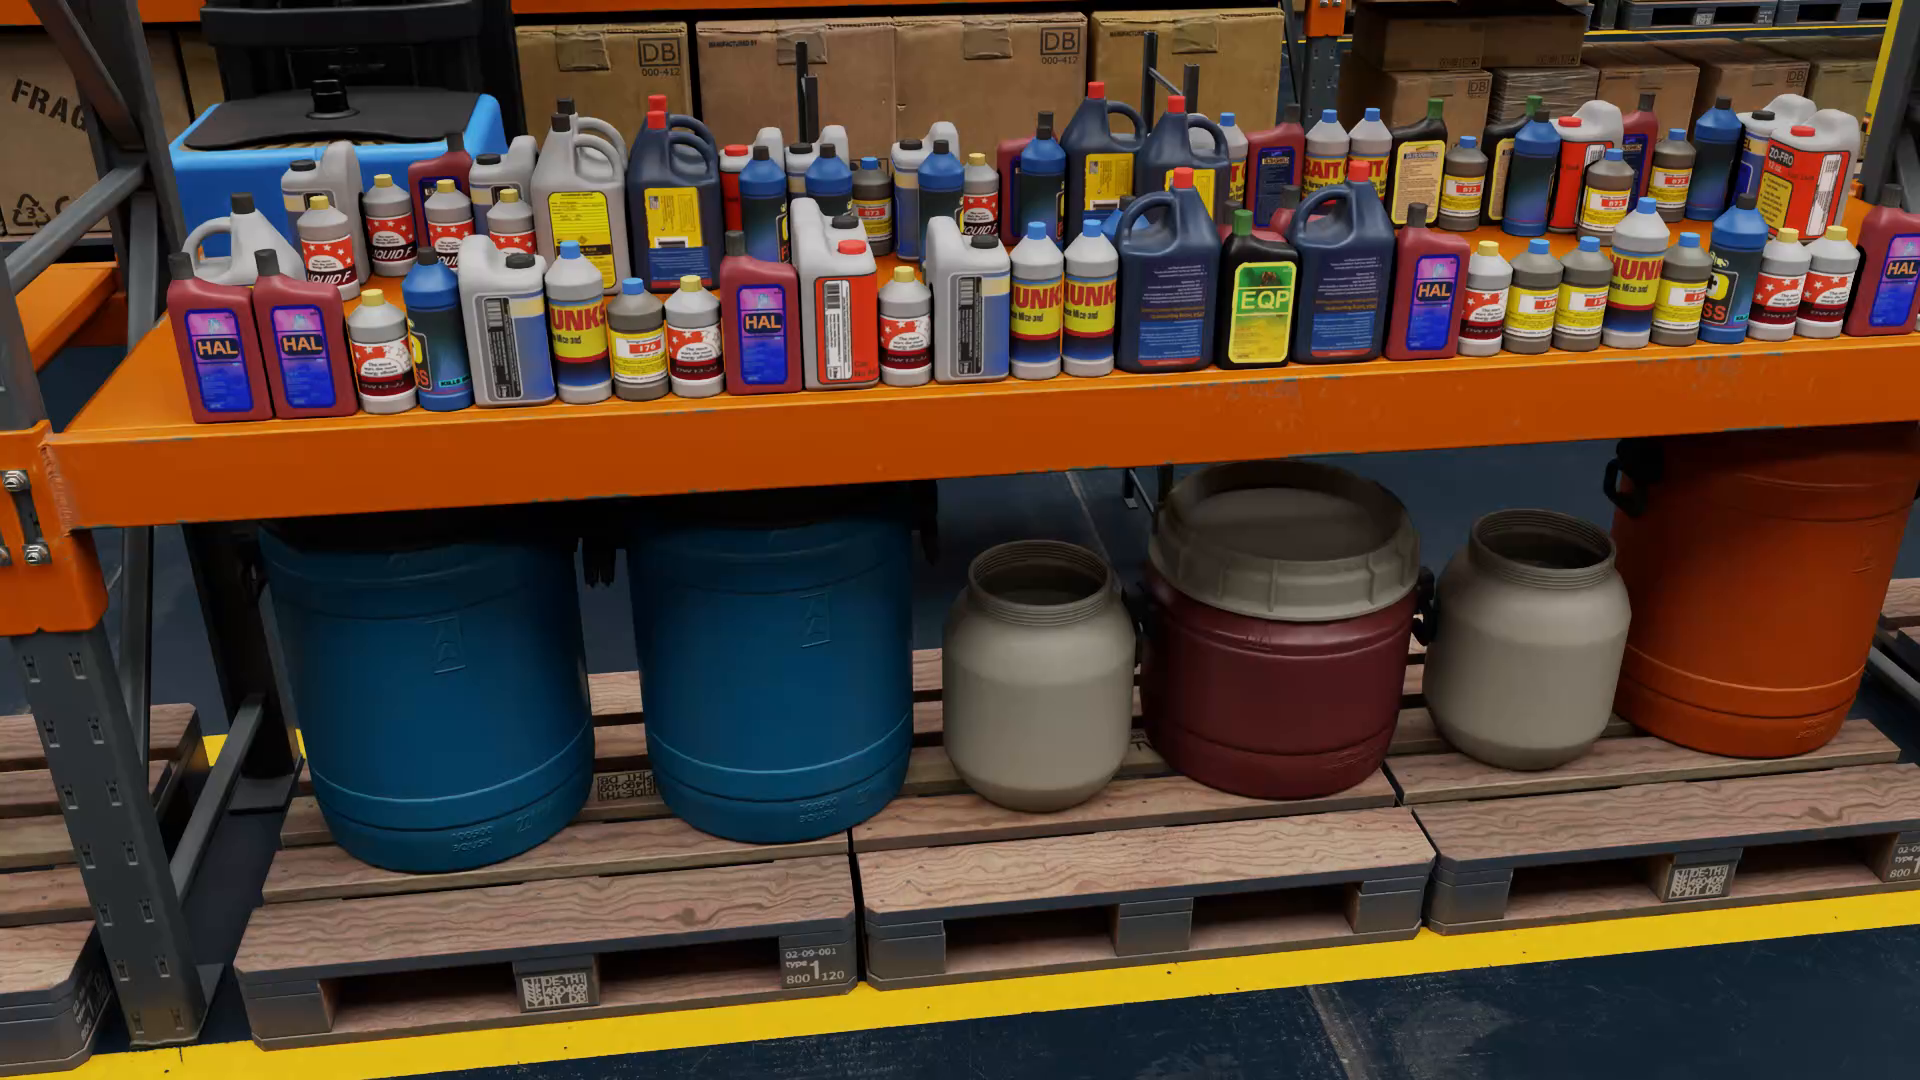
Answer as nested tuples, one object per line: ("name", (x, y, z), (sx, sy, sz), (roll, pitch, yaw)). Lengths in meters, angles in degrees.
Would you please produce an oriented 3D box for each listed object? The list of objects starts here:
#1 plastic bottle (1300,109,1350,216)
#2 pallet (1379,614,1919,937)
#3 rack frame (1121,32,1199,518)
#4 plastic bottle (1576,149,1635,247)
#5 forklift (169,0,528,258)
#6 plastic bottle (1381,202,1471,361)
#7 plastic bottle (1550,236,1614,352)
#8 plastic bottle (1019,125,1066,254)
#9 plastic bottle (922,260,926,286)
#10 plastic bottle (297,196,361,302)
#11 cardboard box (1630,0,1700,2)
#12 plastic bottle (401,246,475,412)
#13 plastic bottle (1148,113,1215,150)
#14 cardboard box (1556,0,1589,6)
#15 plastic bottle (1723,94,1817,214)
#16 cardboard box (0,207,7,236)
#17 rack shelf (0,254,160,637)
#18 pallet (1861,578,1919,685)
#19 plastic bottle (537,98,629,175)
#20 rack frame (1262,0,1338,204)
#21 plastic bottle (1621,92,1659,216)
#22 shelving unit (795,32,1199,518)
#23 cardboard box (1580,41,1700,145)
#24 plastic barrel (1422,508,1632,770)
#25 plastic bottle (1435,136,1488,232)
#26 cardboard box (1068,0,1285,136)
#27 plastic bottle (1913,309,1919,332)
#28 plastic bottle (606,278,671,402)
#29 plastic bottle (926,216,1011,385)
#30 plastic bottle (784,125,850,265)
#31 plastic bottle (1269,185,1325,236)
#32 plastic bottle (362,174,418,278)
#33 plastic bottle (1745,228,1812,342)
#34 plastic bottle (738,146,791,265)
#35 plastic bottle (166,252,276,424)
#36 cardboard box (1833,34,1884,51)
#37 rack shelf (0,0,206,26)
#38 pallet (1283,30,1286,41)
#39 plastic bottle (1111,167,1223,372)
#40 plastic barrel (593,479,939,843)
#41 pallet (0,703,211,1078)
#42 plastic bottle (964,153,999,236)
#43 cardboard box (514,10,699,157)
("plastic bottle", (0.810, -0.818, 3.699), (0.097, 0.271, 0.097), (0, 27, 0))
("pallet", (1.542, 0.499, 4.046), (1.213, 0.211, 1.003), (-4, 27, -7))
("rack frame", (0.588, -0.705, 4.981), (0.032, 1.500, 0.500), (-4, 27, -7))
("plastic bottle", (1.421, -0.756, 3.655), (0.097, 0.201, 0.097), (0, 27, 0))
("forklift", (-2.313, -2.268, 6.460), (1.130, 2.935, 3.031), (-4, 27, -8))
("plastic bottle", (0.844, -0.467, 3.003), (0.133, 0.283, 0.061), (-4, 27, -7))
("plastic bottle", (1.149, -0.459, 3.076), (0.097, 0.201, 0.097), (0, 27, 0))
("plastic bottle", (0.177, -0.749, 3.566), (0.097, 0.271, 0.097), (0, 27, 0))
("plastic bottle", (-0.022, -0.454, 3.066), (0.097, 0.201, 0.097), (0, 27, 0))
("plastic bottle", (-1.263, -0.584, 3.319), (0.097, 0.201, 0.097), (0, 27, 0))
("cardboard box", (5.630, -4.802, 13.191), (0.875, 0.875, 0.875), (-3, 27, -6))
("plastic bottle", (-0.881, -0.360, 2.806), (0.097, 0.271, 0.097), (0, 27, 0))
("plastic bottle", (0.470, -0.786, 3.631), (0.135, 0.276, 0.152), (-4, 27, -7))
("cardboard box", (4.395, -4.658, 13.047), (0.750, 0.750, 1.050), (-4, 27, -7))
("plastic bottle", (1.844, -0.874, 3.803), (0.135, 0.276, 0.152), (-4, 27, -7))
("cardboard box", (-4.771, -1.917, 7.568), (0.875, 0.875, 0.875), (-4, 27, -7))
("rack shelf", (-3.624, -0.109, 2.964), (4.000, 0.370, 1.077), (-4, 27, -7))
("pallet", (3.090, 0.398, 4.242), (1.213, 0.211, 1.003), (-4, 27, -7))
("plastic bottle", (-0.779, -0.740, 3.461), (0.185, 0.351, 0.144), (-4, 27, -7))
("rack frame", (1.627, -3.049, 7.907), (0.127, 3.000, 1.000), (-4, 27, -7))
("plastic bottle", (1.512, -0.877, 3.801), (0.133, 0.283, 0.061), (-4, 27, -7))
("shelving unit", (0.084, -0.673, 4.918), (1.048, 1.500, 0.538), (-4, 27, -7))
("cardboard box", (3.396, -2.265, 8.635), (0.500, 0.500, 0.700), (-1, 27, -3))
("plastic barrel", (1.288, 0.225, 3.791), (0.421, 0.512, 0.421), (0, 27, 0))
("plastic bottle", (1.135, -0.808, 3.756), (0.097, 0.201, 0.097), (0, 27, 0))
("cardboard box", (0.941, -2.257, 8.229), (0.875, 0.875, 1.225), (-5, 28, -10))
("plastic bottle", (1.859, -0.504, 3.165), (0.097, 0.201, 0.097), (0, 27, 0))
("plastic bottle", (-0.555, -0.349, 2.863), (0.097, 0.201, 0.097), (0, 27, 0))
("plastic bottle", (0.014, -0.432, 2.941), (0.135, 0.276, 0.152), (-4, 27, -7))
("plastic bottle", (-0.304, -0.736, 3.534), (0.135, 0.276, 0.152), (-4, 27, -7))
("plastic bottle", (0.641, -0.521, 3.107), (0.133, 0.283, 0.061), (-4, 27, -7))
("plastic bottle", (-1.188, -0.659, 3.465), (0.097, 0.201, 0.097), (0, 27, 0))
("plastic bottle", (1.534, -0.484, 3.124), (0.097, 0.201, 0.097), (0, 27, 0))
("plastic bottle", (-0.402, -0.670, 3.411), (0.097, 0.271, 0.097), (0, 27, 0))
("plastic bottle", (-1.221, -0.335, 2.744), (0.133, 0.283, 0.061), (-4, 27, -7))
("cardboard box", (4.977, -2.358, 8.816), (0.500, 0.500, 0.700), (-6, 28, -11))
("rack shelf", (-4.314, -2.348, 7.328), (4.000, 0.370, 1.077), (-4, 27, -7))
("pallet", (1.827, -4.074, 12.958), (1.213, 0.211, 1.003), (-4, 27, -7))
("plastic bottle", (0.366, -0.486, 2.965), (0.185, 0.351, 0.144), (-4, 27, -7))
("plastic barrel", (-0.402, 0.119, 3.571), (0.708, 0.901, 0.600), (-4, 27, -7))
("pallet", (-2.367, 0.749, 3.559), (1.213, 0.211, 1.003), (-4, 27, -7))
("plastic bottle", (0.037, -0.737, 3.619), (0.097, 0.201, 0.097), (0, 27, 0))
("cardboard box", (-1.703, -2.086, 7.898), (0.875, 0.875, 1.225), (-4, 27, -7))
